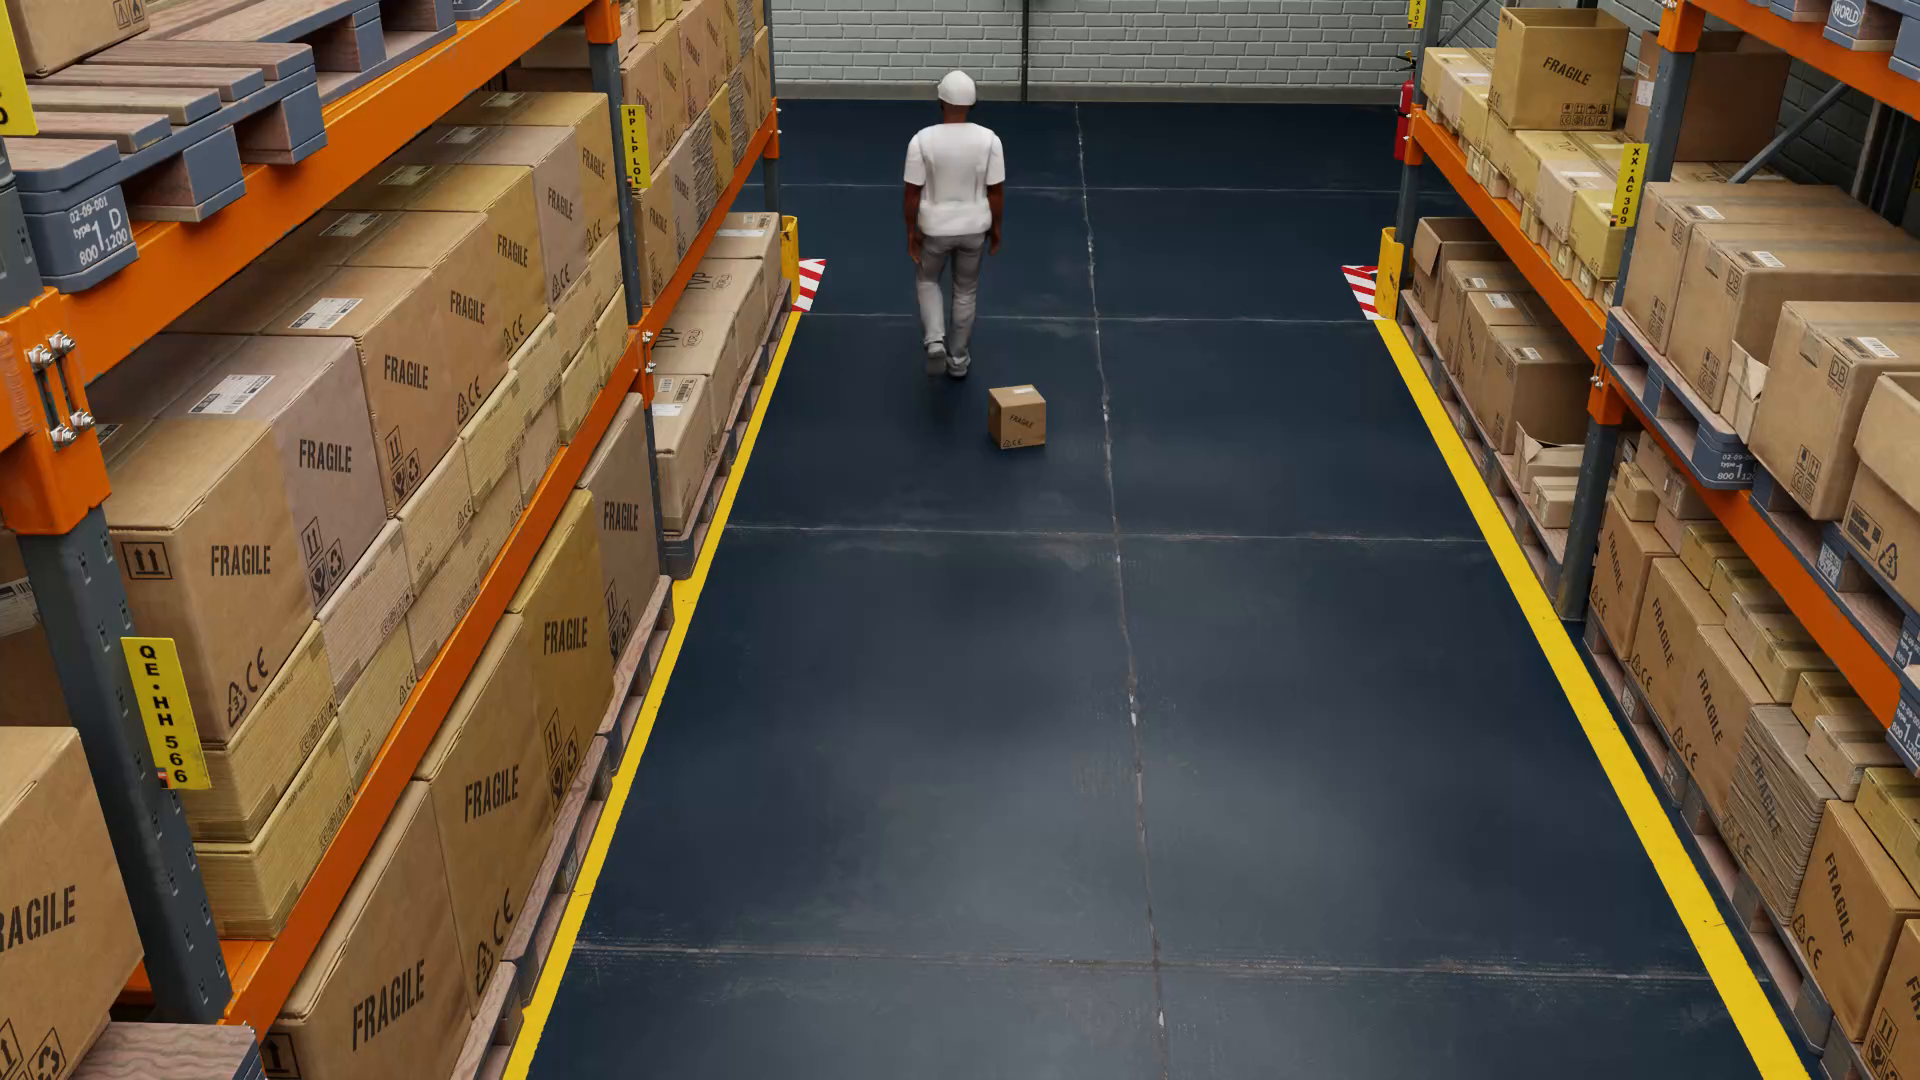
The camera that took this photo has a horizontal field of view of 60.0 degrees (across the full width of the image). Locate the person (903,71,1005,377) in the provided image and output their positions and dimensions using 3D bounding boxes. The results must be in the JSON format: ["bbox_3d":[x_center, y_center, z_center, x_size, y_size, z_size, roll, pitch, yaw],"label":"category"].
[{"bbox_3d":[-0.036,-1.756,9.377,0.565,1.756,0.493,-2,28,-4],"label":"person"}]
